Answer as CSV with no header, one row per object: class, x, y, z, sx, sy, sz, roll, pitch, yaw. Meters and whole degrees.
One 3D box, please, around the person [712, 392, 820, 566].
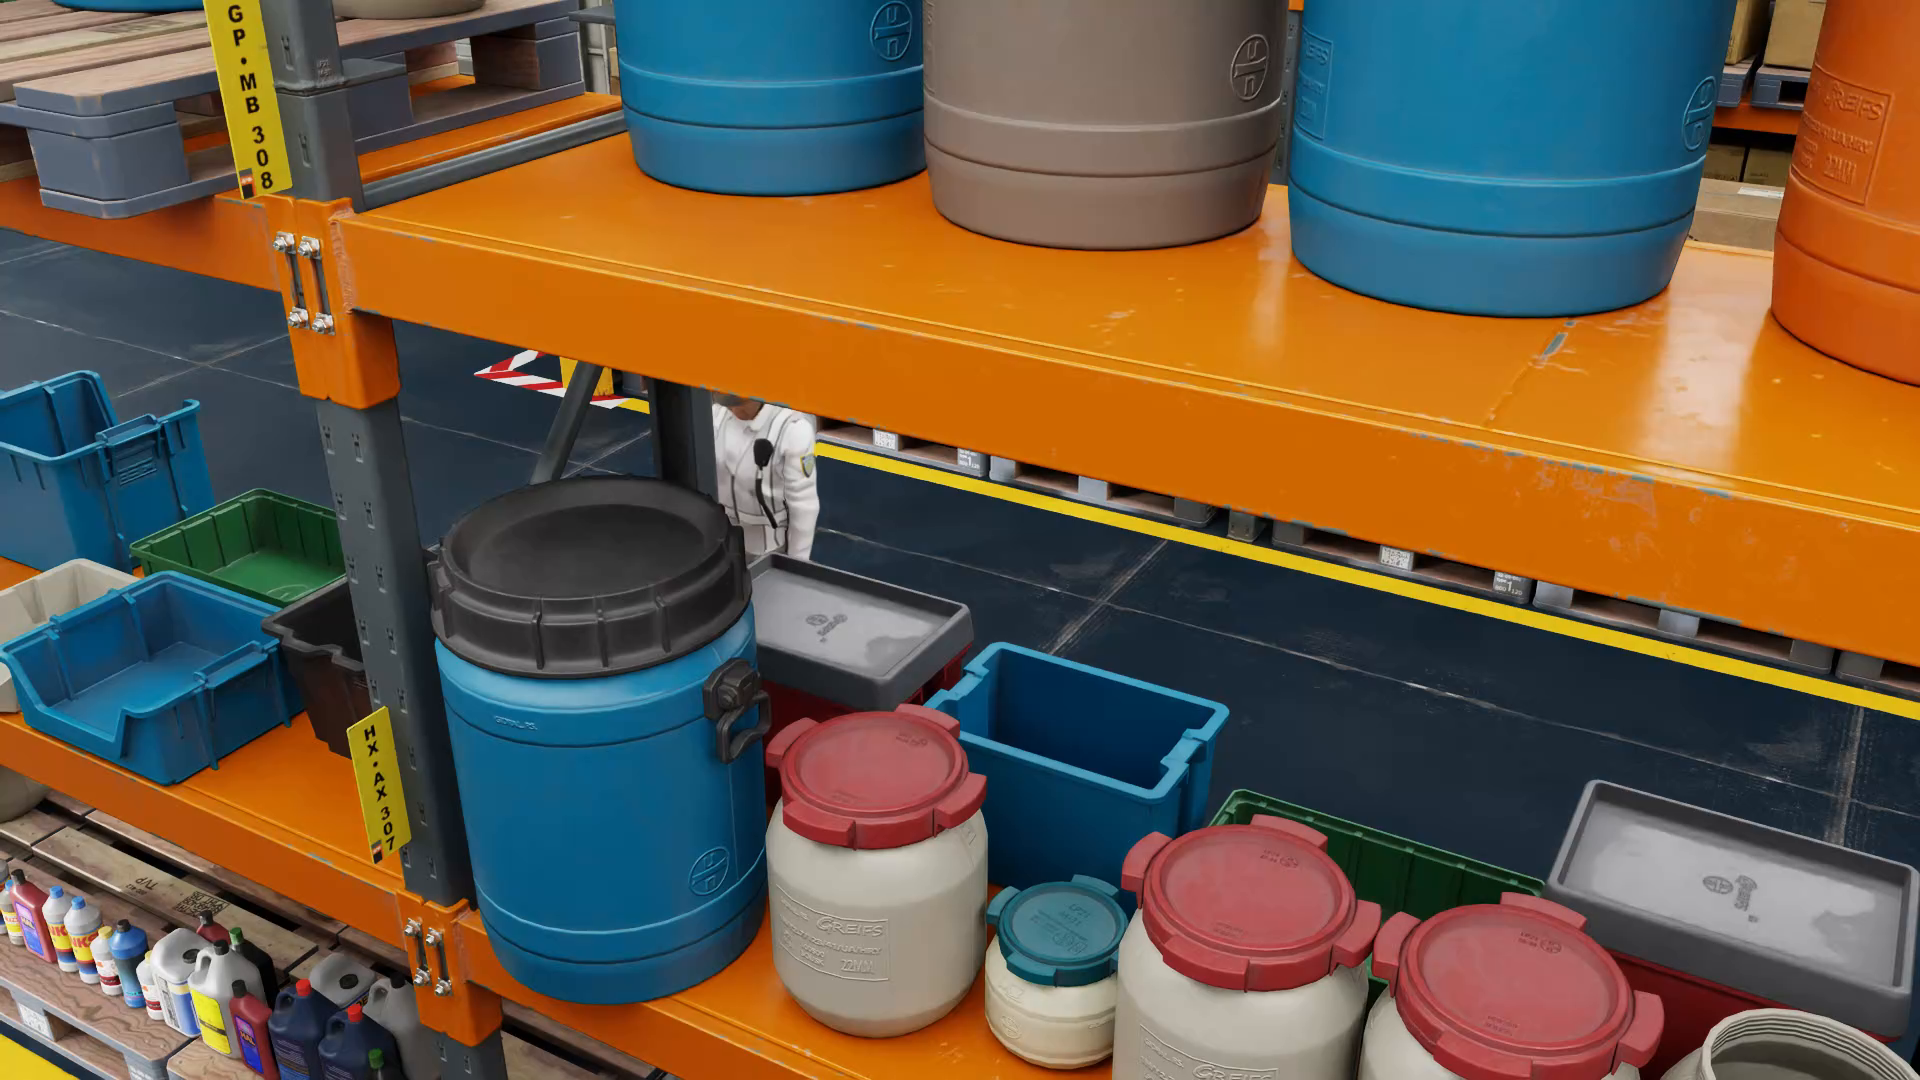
person,-0.720,0.057,6.029,0.485,1.652,0.381,15,30,27
